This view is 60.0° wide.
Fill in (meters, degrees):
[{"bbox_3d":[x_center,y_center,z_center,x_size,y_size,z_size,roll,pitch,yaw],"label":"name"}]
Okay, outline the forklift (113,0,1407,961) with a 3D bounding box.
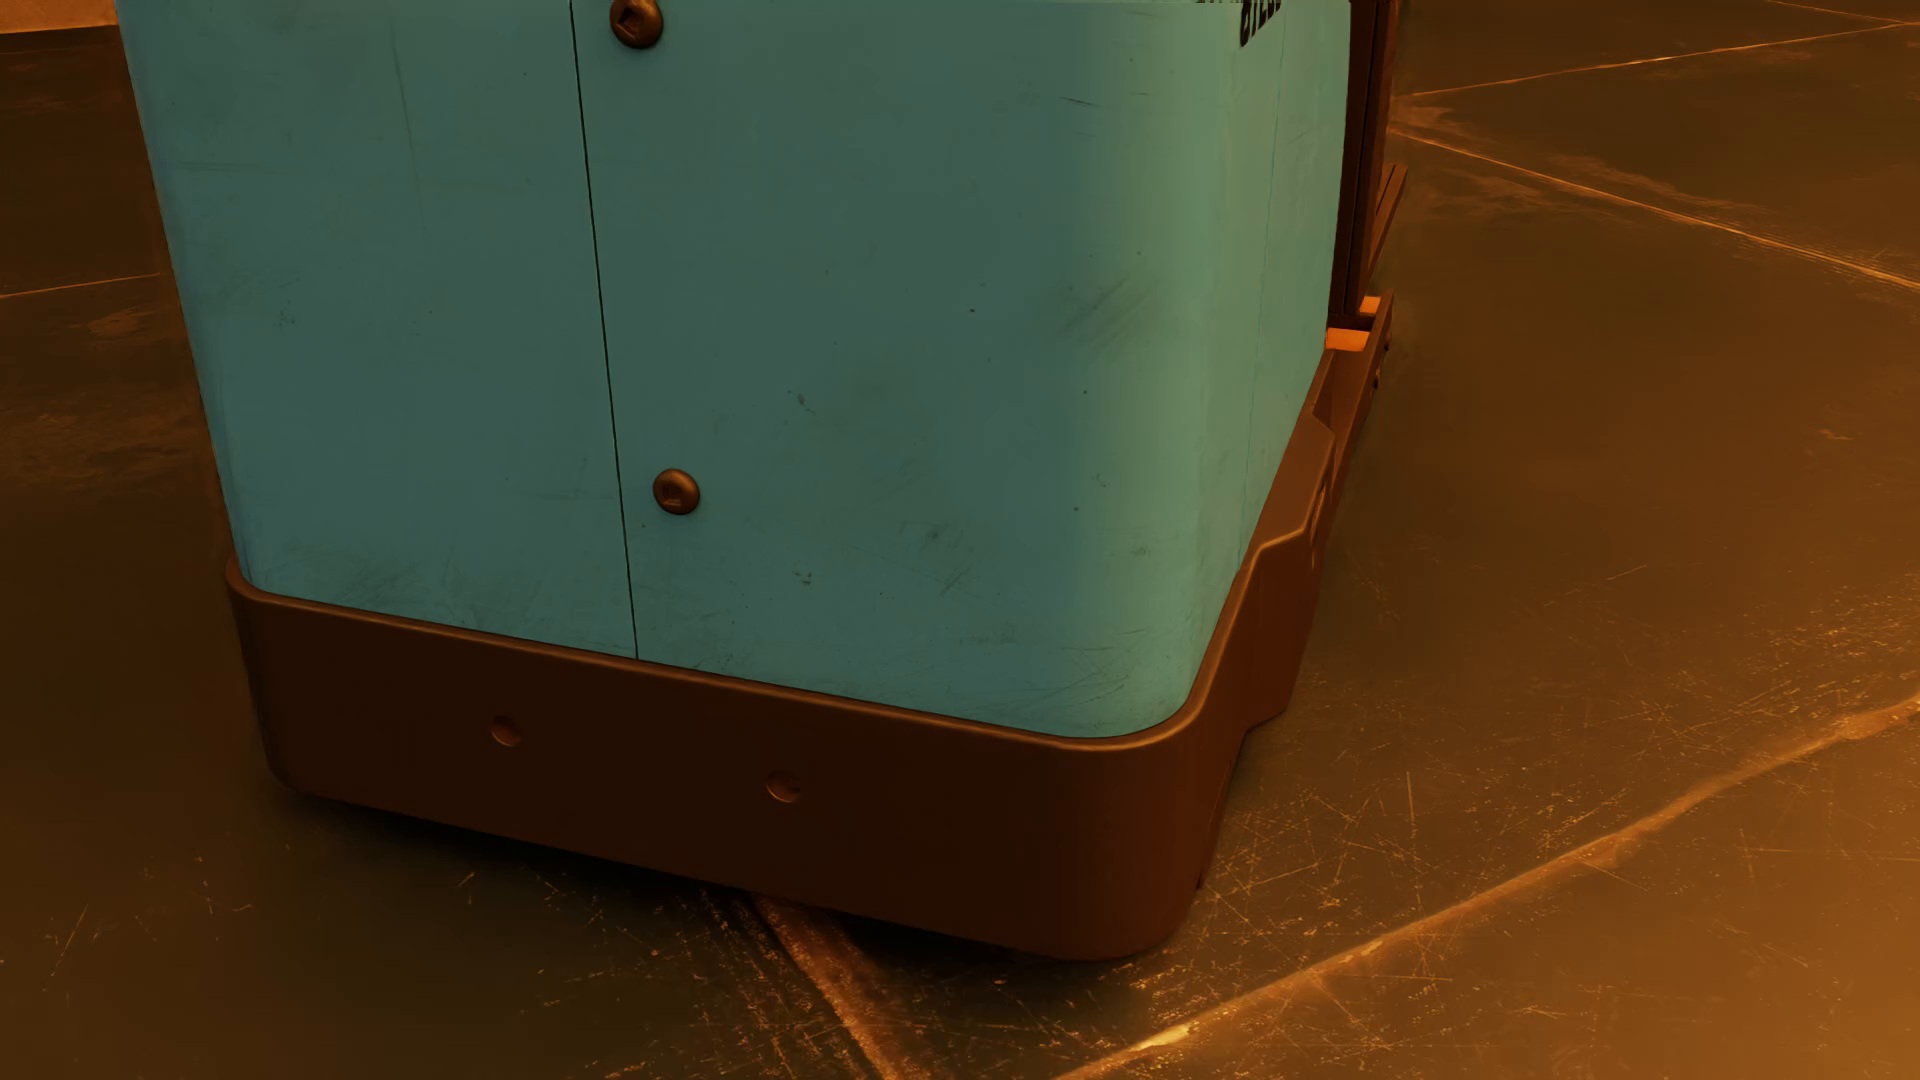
[{"bbox_3d":[0.166,-1.559,2.333,1.130,2.935,3.031,9,28,16],"label":"forklift"}]
